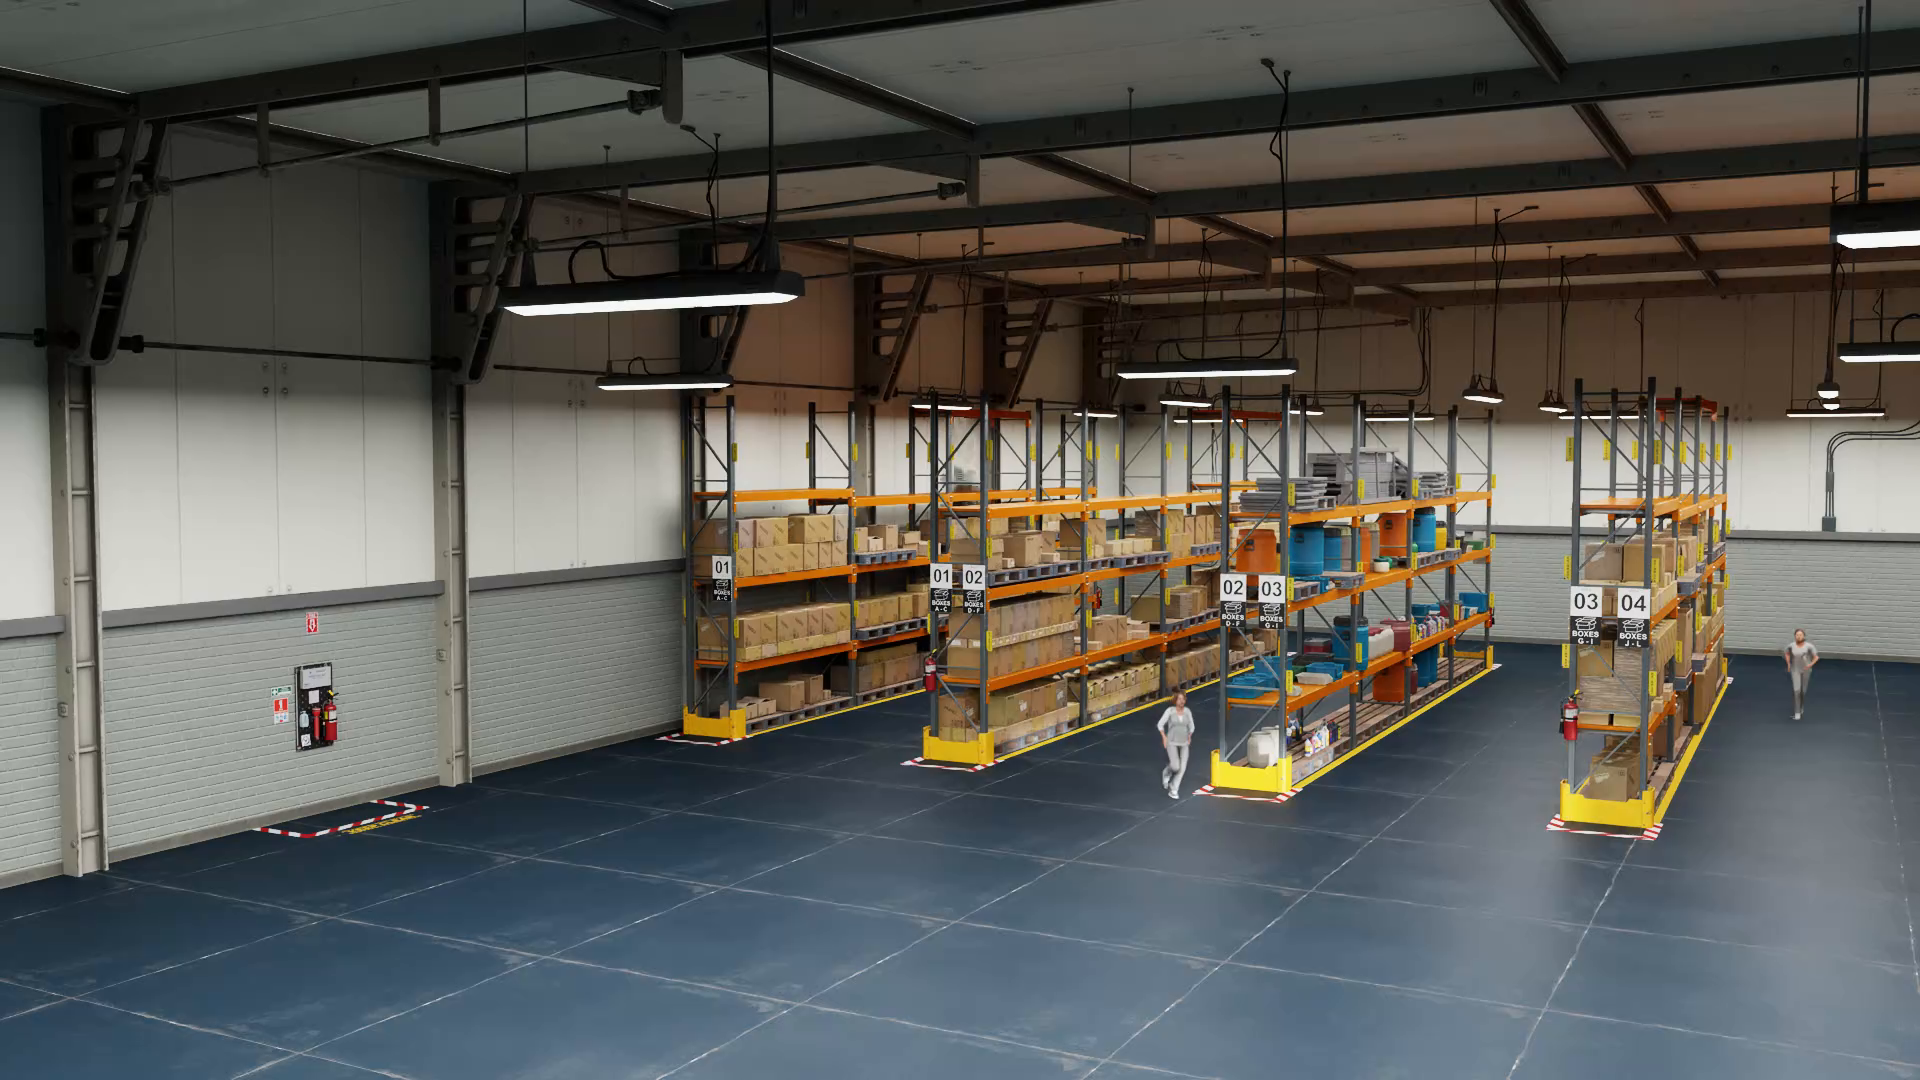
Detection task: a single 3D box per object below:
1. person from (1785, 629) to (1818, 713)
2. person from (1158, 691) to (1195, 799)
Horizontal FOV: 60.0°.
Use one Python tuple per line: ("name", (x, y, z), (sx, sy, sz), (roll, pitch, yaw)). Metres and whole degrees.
("person", (15.903, 2.462, 31.431), (0.565, 1.582, 0.685), (2, 3, 29))
("person", (3.156, 2.966, 24.049), (0.524, 1.550, 0.507), (-1, 3, -11))
